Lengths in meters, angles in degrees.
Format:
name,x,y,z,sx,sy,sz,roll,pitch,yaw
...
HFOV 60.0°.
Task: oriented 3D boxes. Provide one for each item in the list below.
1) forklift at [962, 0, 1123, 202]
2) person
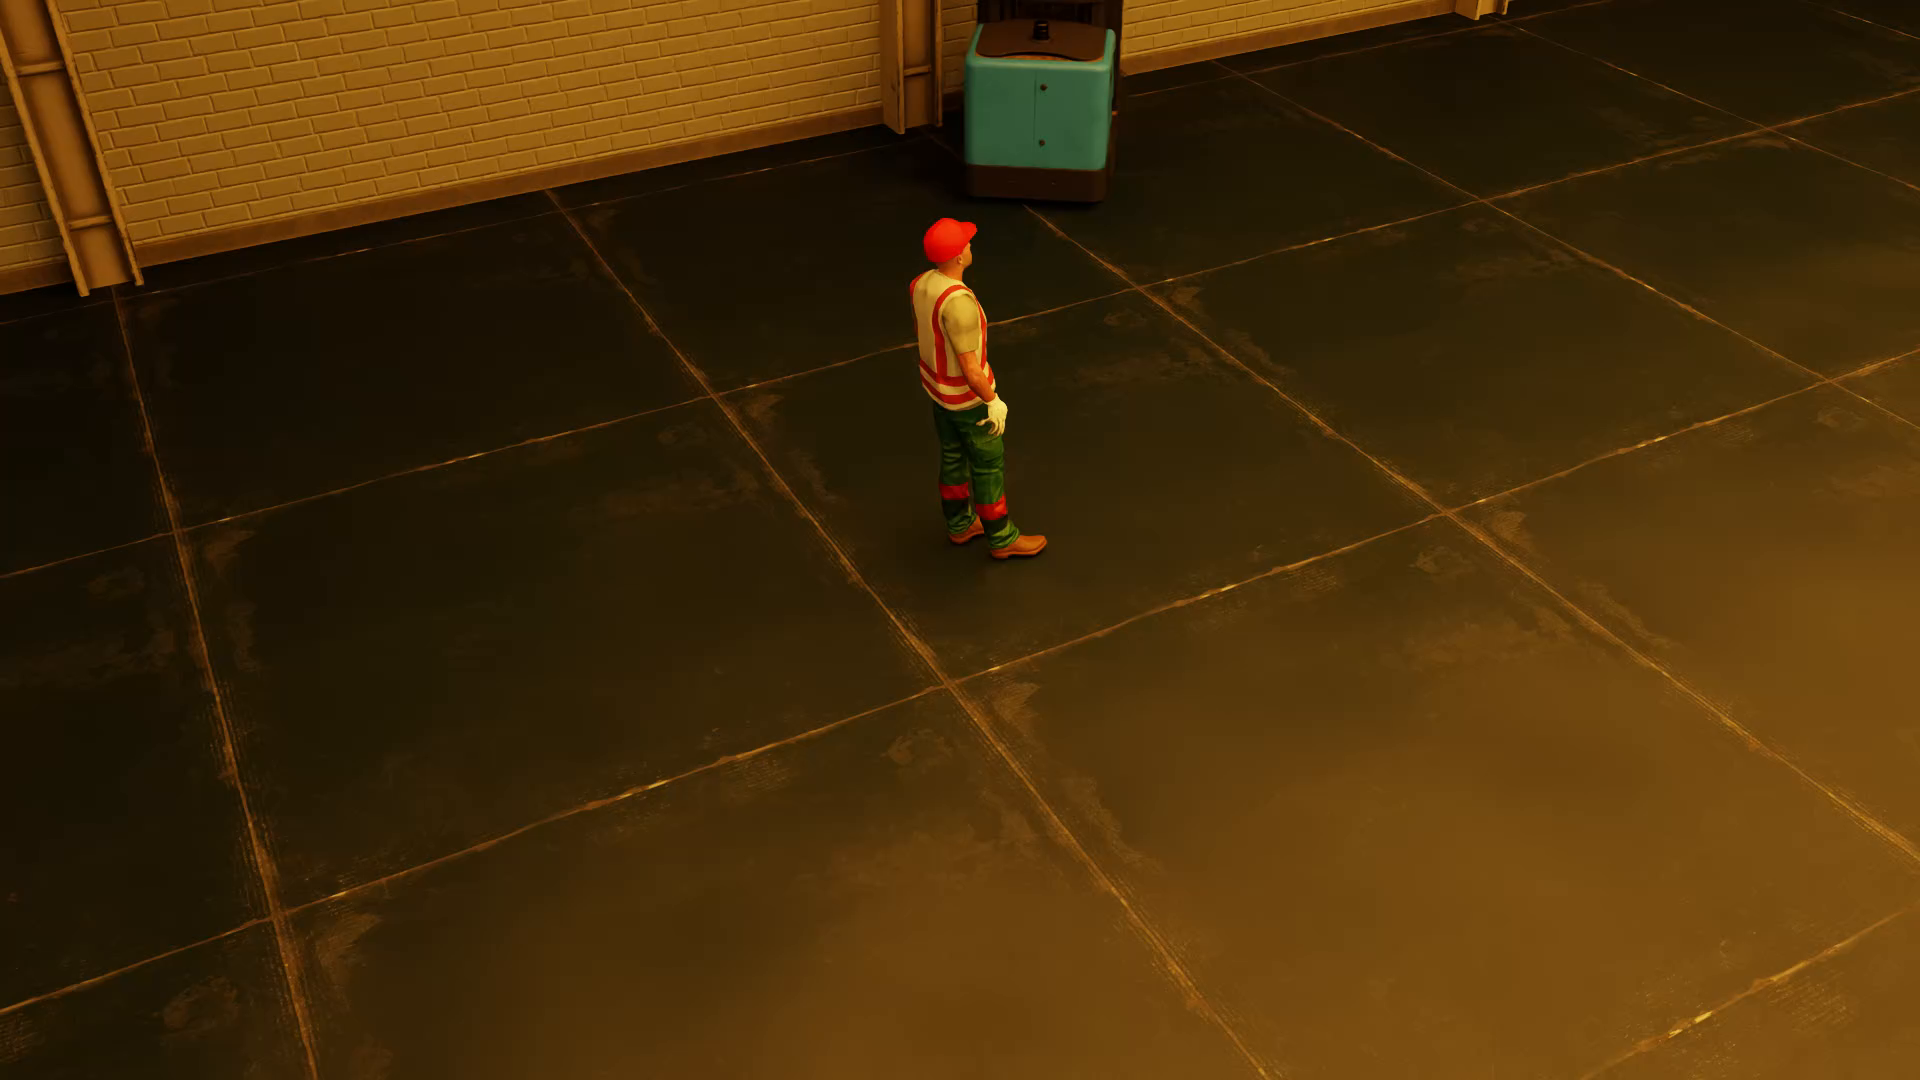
name,x,y,z,sx,sy,sz,roll,pitch,yaw
forklift,0.705,-4.467,12.443,1.130,2.935,3.031,4,35,6
person,0.076,-0.752,8.163,0.564,1.787,0.637,-17,39,-23
